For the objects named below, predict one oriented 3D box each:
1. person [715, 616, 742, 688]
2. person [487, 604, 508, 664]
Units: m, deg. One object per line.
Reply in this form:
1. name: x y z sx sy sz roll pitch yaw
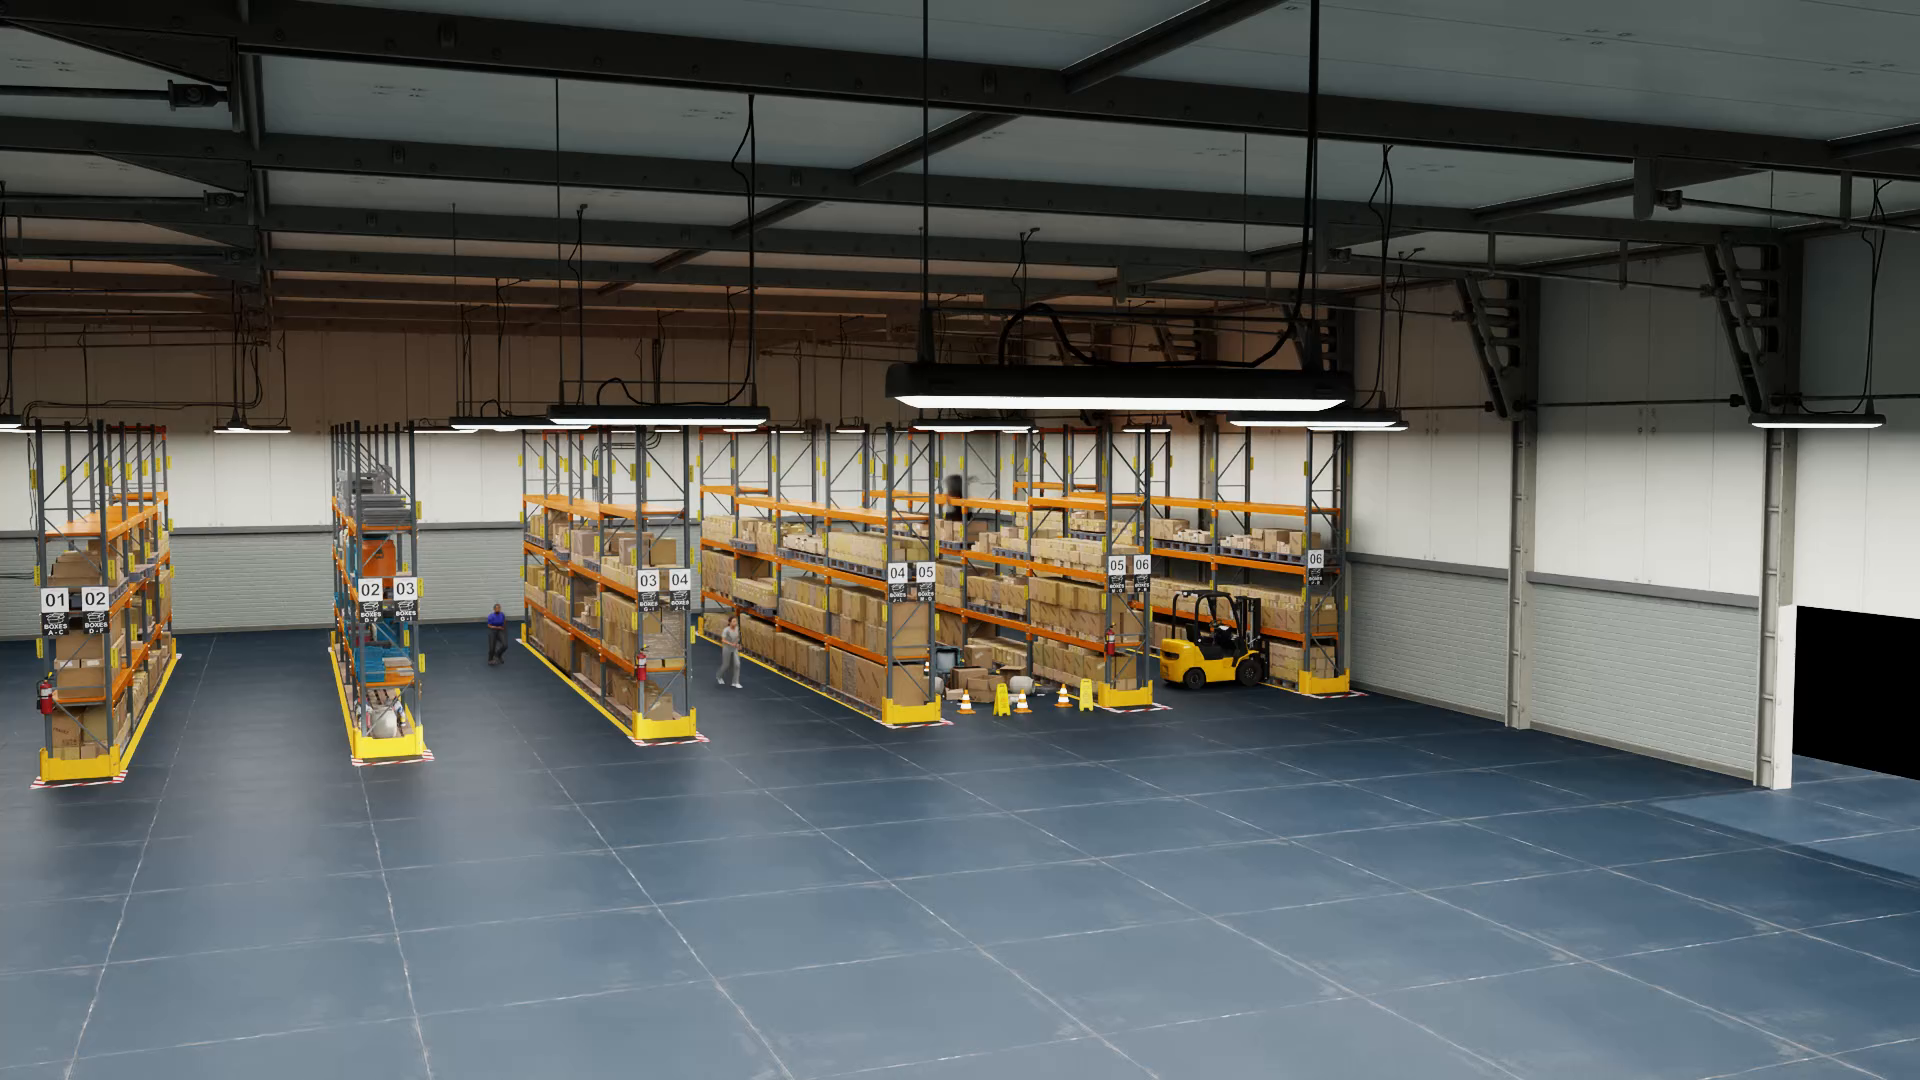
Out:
1. person: -5.286 2.535 37.948 0.553 1.636 0.916 -3 5 -40
2. person: -11.544 2.347 41.506 0.587 1.550 0.871 -3 5 -38
